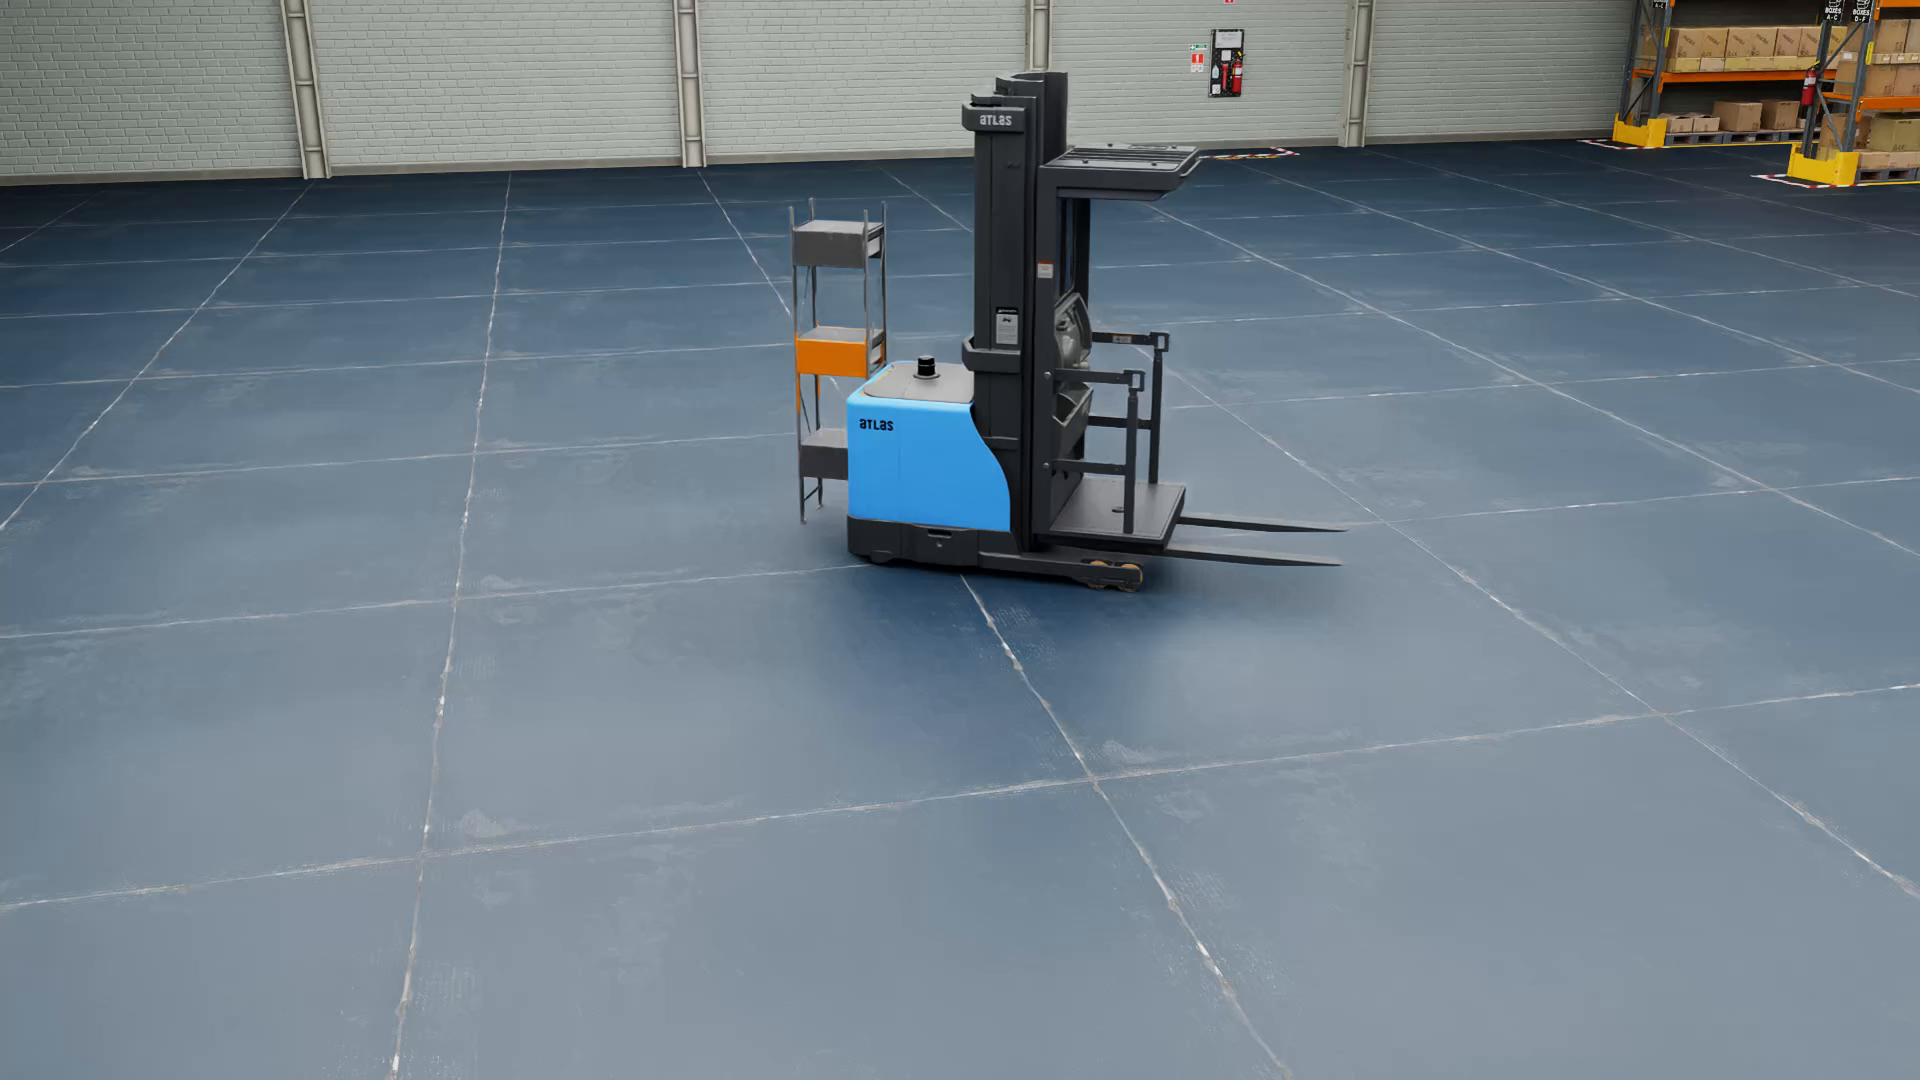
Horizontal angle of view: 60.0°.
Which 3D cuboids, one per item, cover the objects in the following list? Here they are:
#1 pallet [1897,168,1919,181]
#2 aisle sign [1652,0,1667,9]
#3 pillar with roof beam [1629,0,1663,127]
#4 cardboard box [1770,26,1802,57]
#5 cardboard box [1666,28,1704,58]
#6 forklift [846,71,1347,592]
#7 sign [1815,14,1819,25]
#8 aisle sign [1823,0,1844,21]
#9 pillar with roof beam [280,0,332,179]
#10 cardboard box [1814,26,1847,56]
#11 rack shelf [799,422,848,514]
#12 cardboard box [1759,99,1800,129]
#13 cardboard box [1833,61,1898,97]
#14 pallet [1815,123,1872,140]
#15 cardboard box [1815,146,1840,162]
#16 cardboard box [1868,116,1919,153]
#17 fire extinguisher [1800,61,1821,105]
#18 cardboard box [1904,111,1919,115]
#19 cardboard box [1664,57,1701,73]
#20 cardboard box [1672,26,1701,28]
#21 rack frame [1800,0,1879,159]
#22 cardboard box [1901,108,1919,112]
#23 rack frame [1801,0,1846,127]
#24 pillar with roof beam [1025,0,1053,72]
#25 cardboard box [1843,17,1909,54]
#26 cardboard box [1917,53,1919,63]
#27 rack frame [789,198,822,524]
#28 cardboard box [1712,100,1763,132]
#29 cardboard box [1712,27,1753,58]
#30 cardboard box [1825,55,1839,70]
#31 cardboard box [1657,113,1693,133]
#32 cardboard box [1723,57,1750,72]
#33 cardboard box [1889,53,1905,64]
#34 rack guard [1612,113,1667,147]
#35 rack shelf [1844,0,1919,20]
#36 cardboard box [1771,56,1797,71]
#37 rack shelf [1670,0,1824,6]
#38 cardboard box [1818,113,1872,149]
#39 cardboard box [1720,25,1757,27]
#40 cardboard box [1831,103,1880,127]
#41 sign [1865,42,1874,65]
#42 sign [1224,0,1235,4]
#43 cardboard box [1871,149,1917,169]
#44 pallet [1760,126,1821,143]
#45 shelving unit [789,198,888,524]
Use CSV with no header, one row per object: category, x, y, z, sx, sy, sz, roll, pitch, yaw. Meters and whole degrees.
pallet,15.616,-5.997,26.879,1.213,0.211,1.003,-5,21,-12
aisle sign,12.552,-9.909,29.724,0.004,0.787,0.394,-5,21,-12
pillar with roof beam,14.025,-10.515,26.437,0.400,9.000,9.100,-5,21,-12
cardboard box,15.079,-9.183,30.622,0.500,0.500,0.500,-5,21,-14
cardboard box,13.086,-9.022,30.183,0.500,0.500,0.500,-5,21,-12
forklift,0.869,-1.267,10.012,3.031,2.935,1.130,5,21,14
sign,16.314,-9.840,31.632,0.005,0.325,0.100,-5,21,-12
aisle sign,13.565,-8.450,25.742,0.004,0.787,0.394,-5,21,-12
pillar with roof beam,-9.331,-8.615,21.251,0.400,9.000,9.100,-5,21,-12
cardboard box,16.056,-9.261,30.834,0.500,0.500,0.500,-5,21,-13
rack shelf,-0.773,-0.466,11.108,0.480,0.518,0.431,5,21,14
cardboard box,15.444,-8.048,31.419,0.500,0.500,0.500,-6,21,-17
cardboard box,14.153,-7.216,26.007,0.500,0.500,0.700,-5,21,-12
pallet,17.203,-7.864,31.974,1.213,0.211,1.003,-5,21,-12
cardboard box,14.150,-6.184,26.722,0.500,0.250,0.500,-5,21,-12
cardboard box,14.755,-6.403,26.229,0.500,0.500,0.500,-5,21,-12
fire extinguisher,13.474,-7.246,26.347,0.183,0.674,0.296,-5,21,-12
cardboard box,15.606,-6.660,26.931,0.500,0.500,0.500,-5,21,-12
cardboard box,13.101,-8.665,30.299,0.500,0.250,0.500,-5,21,-14
cardboard box,13.455,-9.230,30.750,0.500,0.500,0.500,-4,21,-12
rack frame,13.696,-7.136,25.935,0.127,3.000,1.000,-5,21,-12
cardboard box,18.155,-8.292,32.085,0.500,0.500,0.700,-4,21,-12
rack frame,16.445,-9.111,31.325,0.127,3.000,1.000,-5,21,-12
pillar with roof beam,2.347,-9.565,23.844,0.400,9.000,9.100,-5,21,-12
cardboard box,14.205,-7.829,25.795,0.500,0.500,0.700,-5,21,-12
cardboard box,14.873,-7.507,25.859,0.250,0.149,0.380,-5,21,-13
rack frame,-1.008,-1.157,10.922,0.015,2.100,0.400,5,21,14
cardboard box,14.527,-7.938,31.118,0.500,0.500,0.700,-6,21,-16
cardboard box,14.074,-9.097,30.386,0.500,0.500,0.500,-5,21,-14
cardboard box,16.054,-8.911,30.968,0.500,0.250,0.500,-5,21,-12
cardboard box,13.247,-7.763,30.915,0.500,0.311,0.500,-7,21,-19
cardboard box,14.100,-8.750,30.528,0.500,0.250,0.500,-5,21,-13
cardboard box,14.384,-7.469,25.754,0.250,0.149,0.380,-5,21,-14
rack guard,12.627,-7.626,30.907,0.348,0.500,1.175,-5,21,-12
rack shelf,15.642,-8.365,25.975,4.000,0.370,1.077,-5,21,-12
cardboard box,15.081,-8.829,30.745,0.500,0.250,0.500,-5,21,-13
rack shelf,14.499,-10.023,30.501,4.000,0.370,1.077,-5,21,-12
cardboard box,14.150,-6.537,26.595,0.500,0.500,0.500,-5,21,-12
cardboard box,14.447,-9.312,30.975,0.500,0.500,0.500,-4,21,-12
cardboard box,17.158,-8.207,31.854,0.500,0.500,0.700,-4,20,-11
sign,13.818,-7.394,25.264,0.005,0.325,0.100,-5,21,-12
sign,4.751,-9.603,29.298,0.199,0.298,0.001,-5,21,-12
cardboard box,14.755,-6.051,26.360,0.500,0.250,0.500,-5,21,-12
pallet,15.800,-7.736,31.627,1.213,0.211,1.003,-5,21,-12
shelving unit,-0.773,-1.136,10.862,0.503,2.100,0.431,5,21,14
